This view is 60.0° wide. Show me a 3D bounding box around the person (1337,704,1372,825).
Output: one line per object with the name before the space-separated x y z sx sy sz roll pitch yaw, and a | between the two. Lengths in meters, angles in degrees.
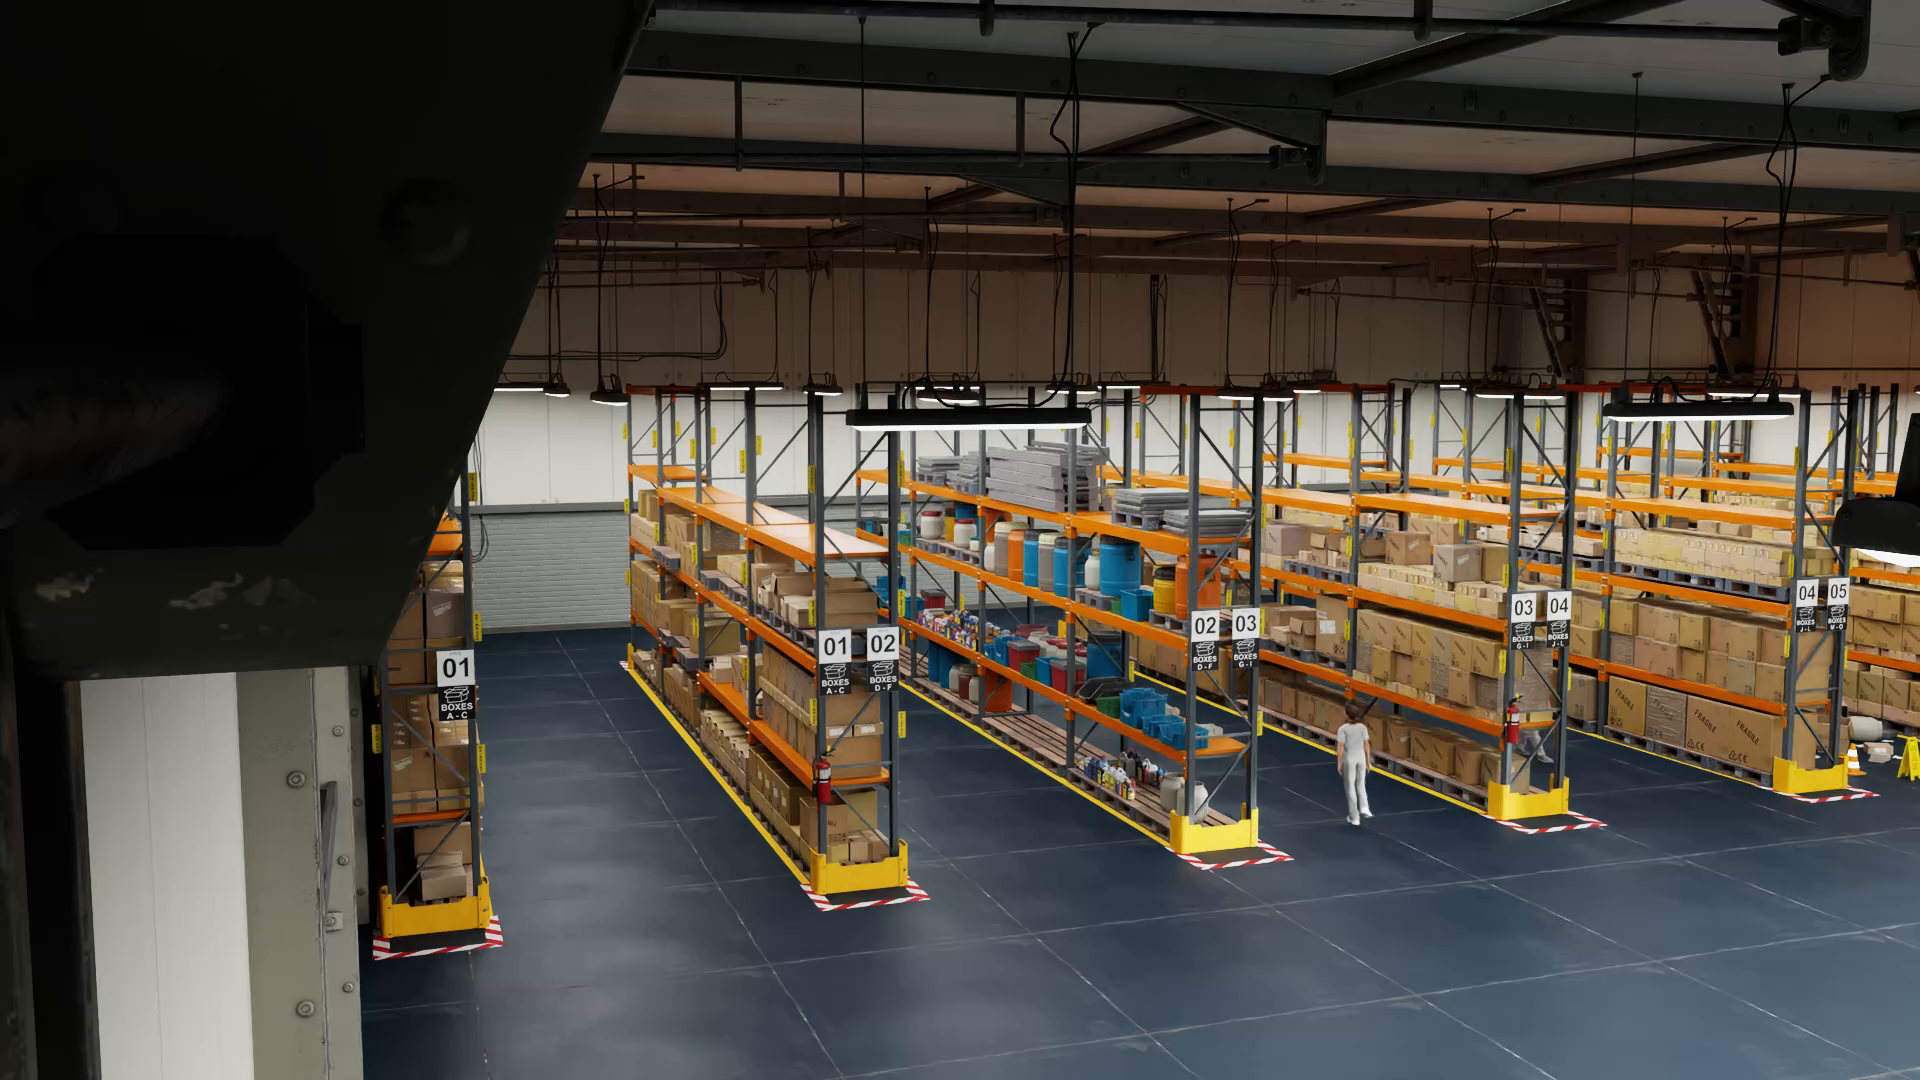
person | 5.480 3.114 23.108 0.499 1.660 0.470 -1 6 -7

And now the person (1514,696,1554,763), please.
person | 9.277 2.737 26.831 0.508 1.620 0.965 -3 6 -25
